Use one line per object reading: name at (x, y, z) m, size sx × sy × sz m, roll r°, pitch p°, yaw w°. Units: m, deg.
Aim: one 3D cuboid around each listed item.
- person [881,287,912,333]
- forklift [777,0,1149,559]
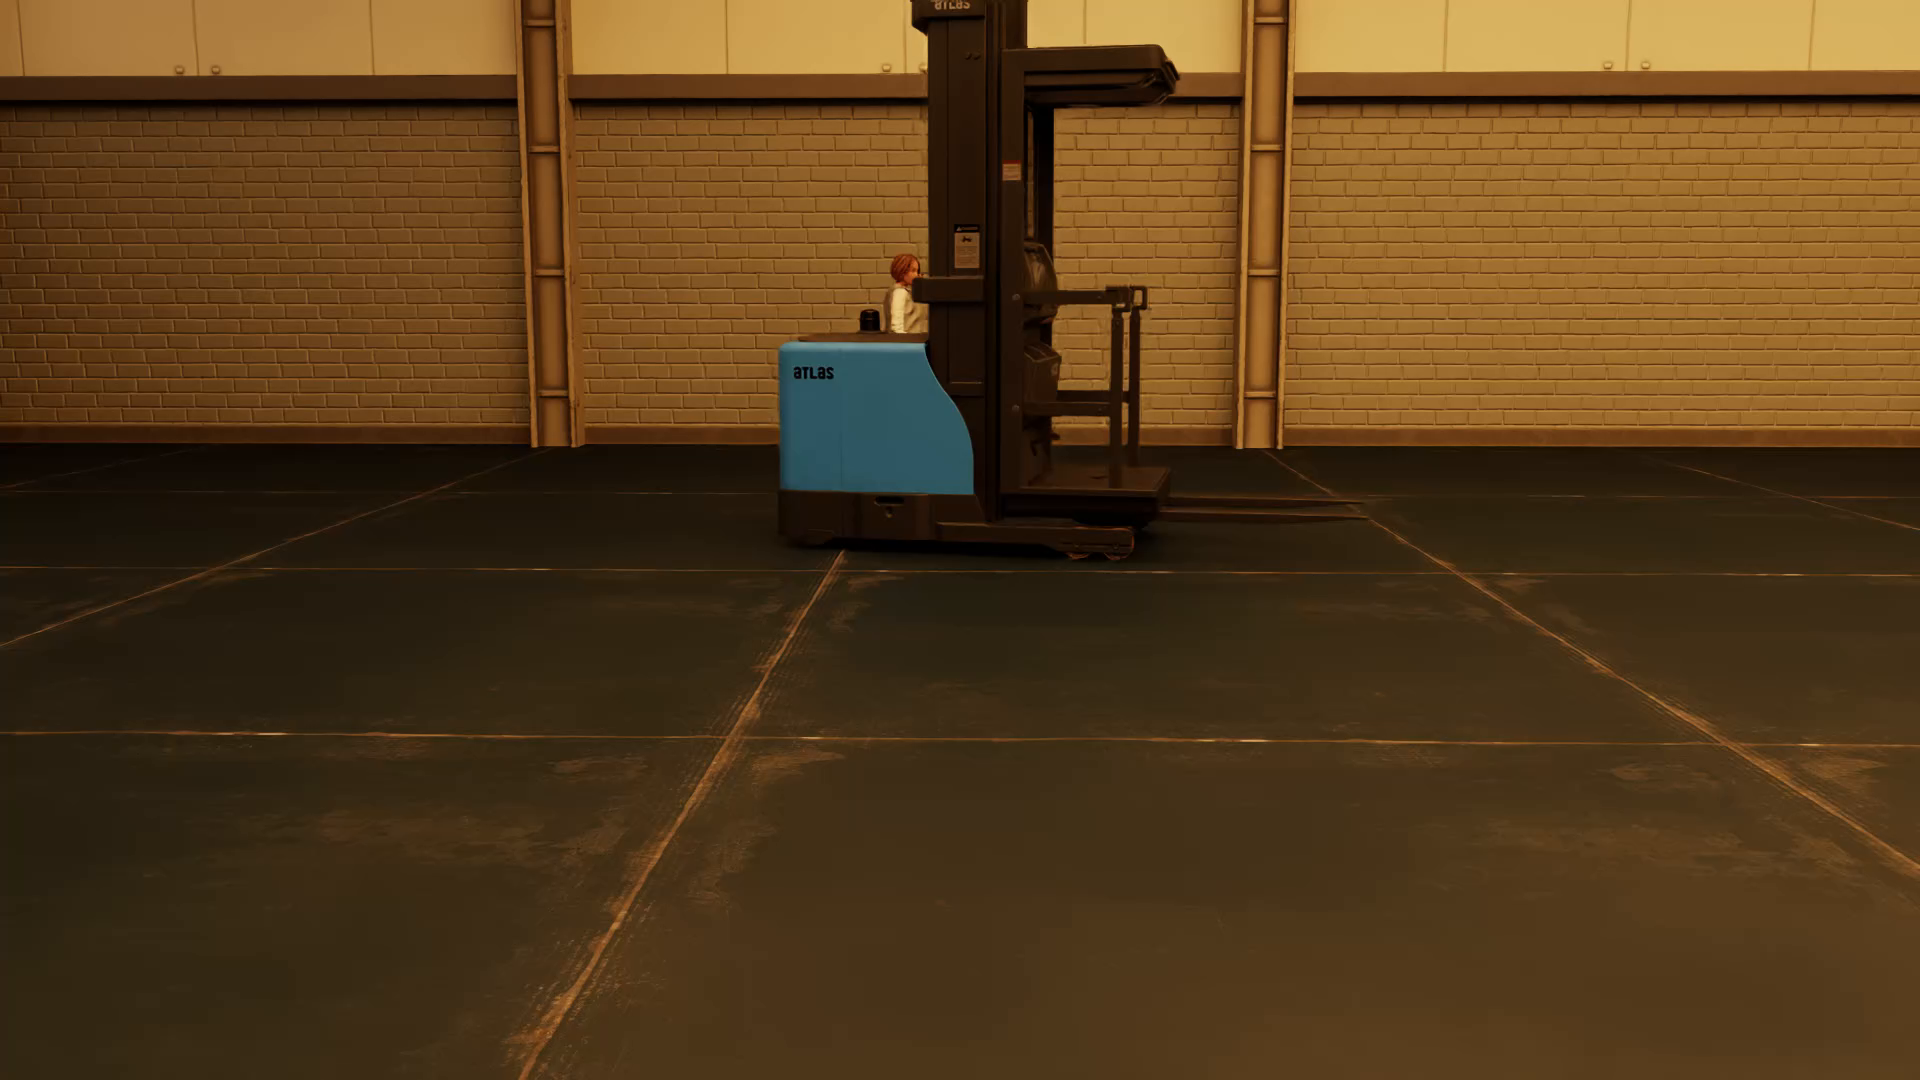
person at (-0.361, -1.125, 11.895) m, size 0.394 × 1.355 × 0.536 m, roll -3°, pitch 9°, yaw -17°
forklift at (0.610, -1.433, 8.679) m, size 3.031 × 2.935 × 1.130 m, roll 2°, pitch 9°, yaw 11°
